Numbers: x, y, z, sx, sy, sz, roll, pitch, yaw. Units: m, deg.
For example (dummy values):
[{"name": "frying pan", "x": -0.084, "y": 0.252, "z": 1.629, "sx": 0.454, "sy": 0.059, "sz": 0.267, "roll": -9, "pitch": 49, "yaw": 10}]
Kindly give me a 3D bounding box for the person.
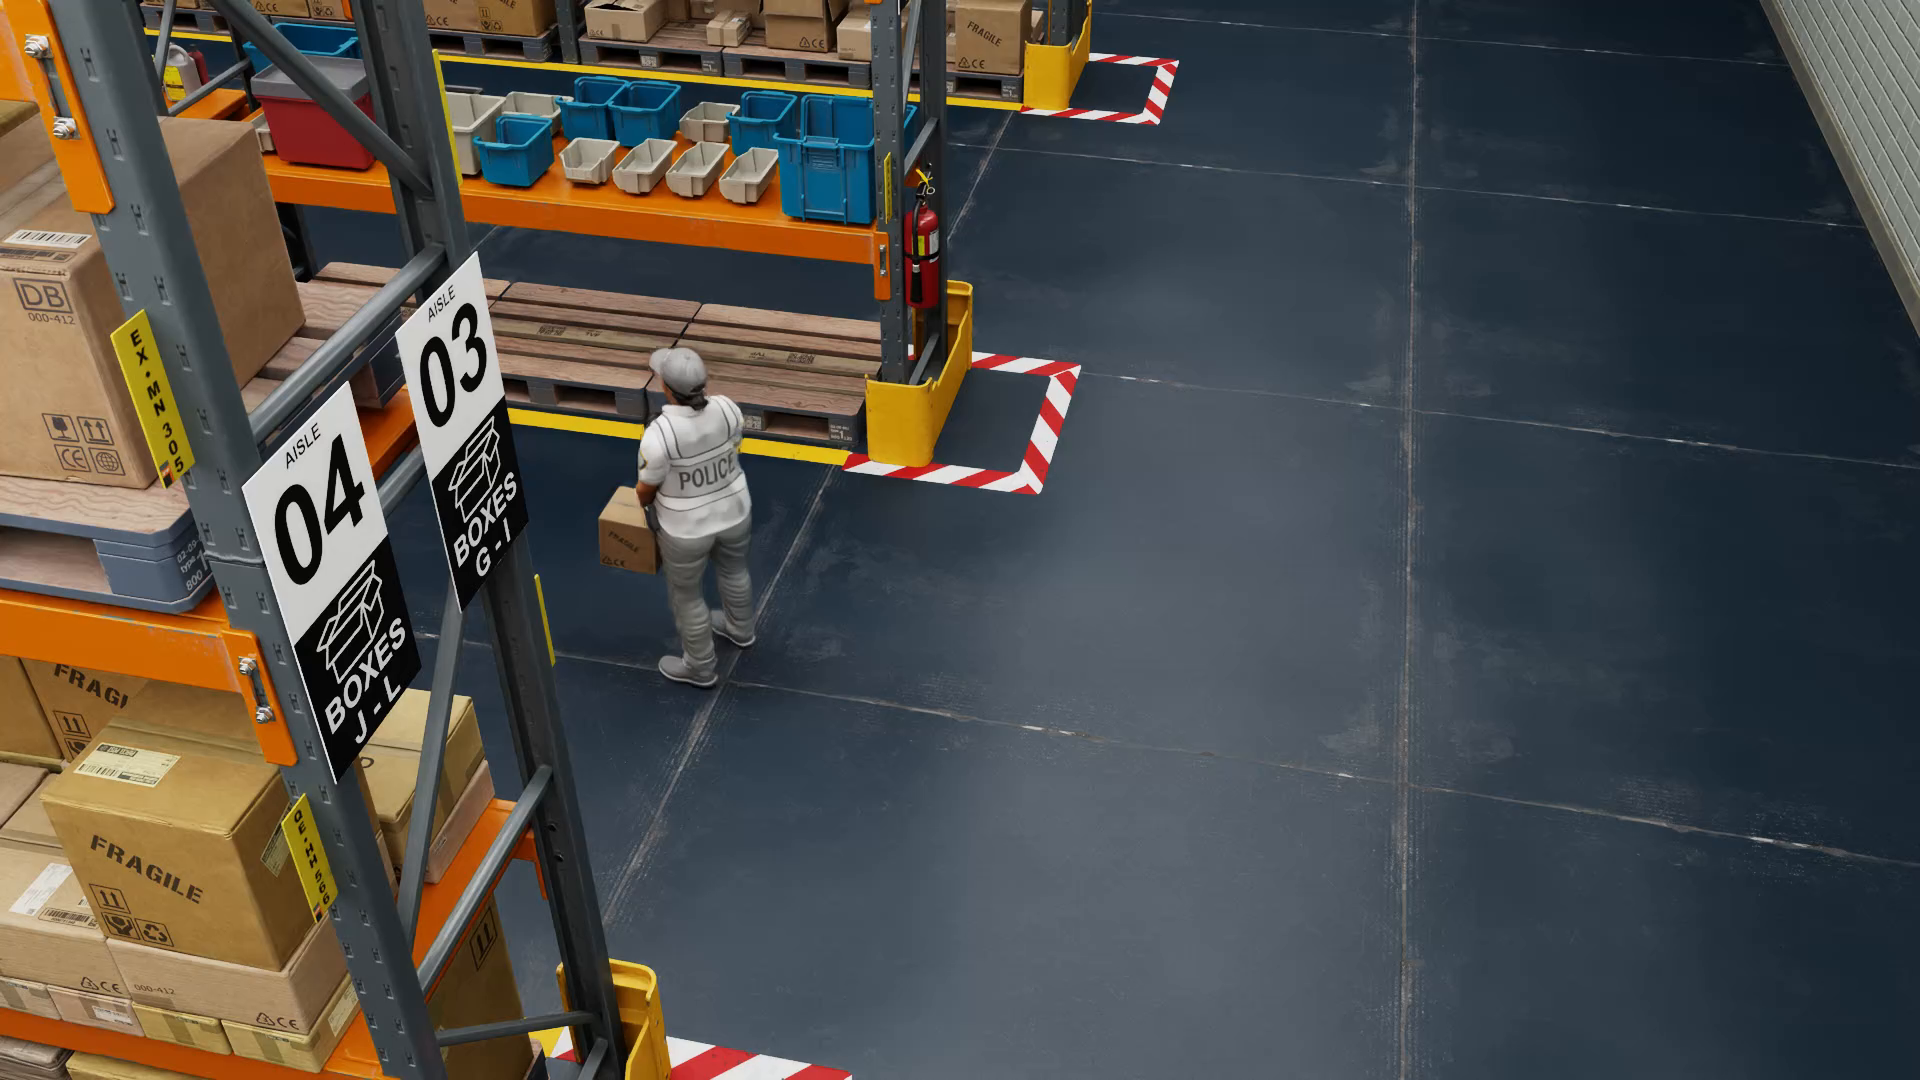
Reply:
[{"name": "person", "x": -1.148, "y": -0.119, "z": 7.098, "sx": 0.496, "sy": 1.673, "sz": 0.501, "roll": -24, "pitch": 43, "yaw": -29}]
